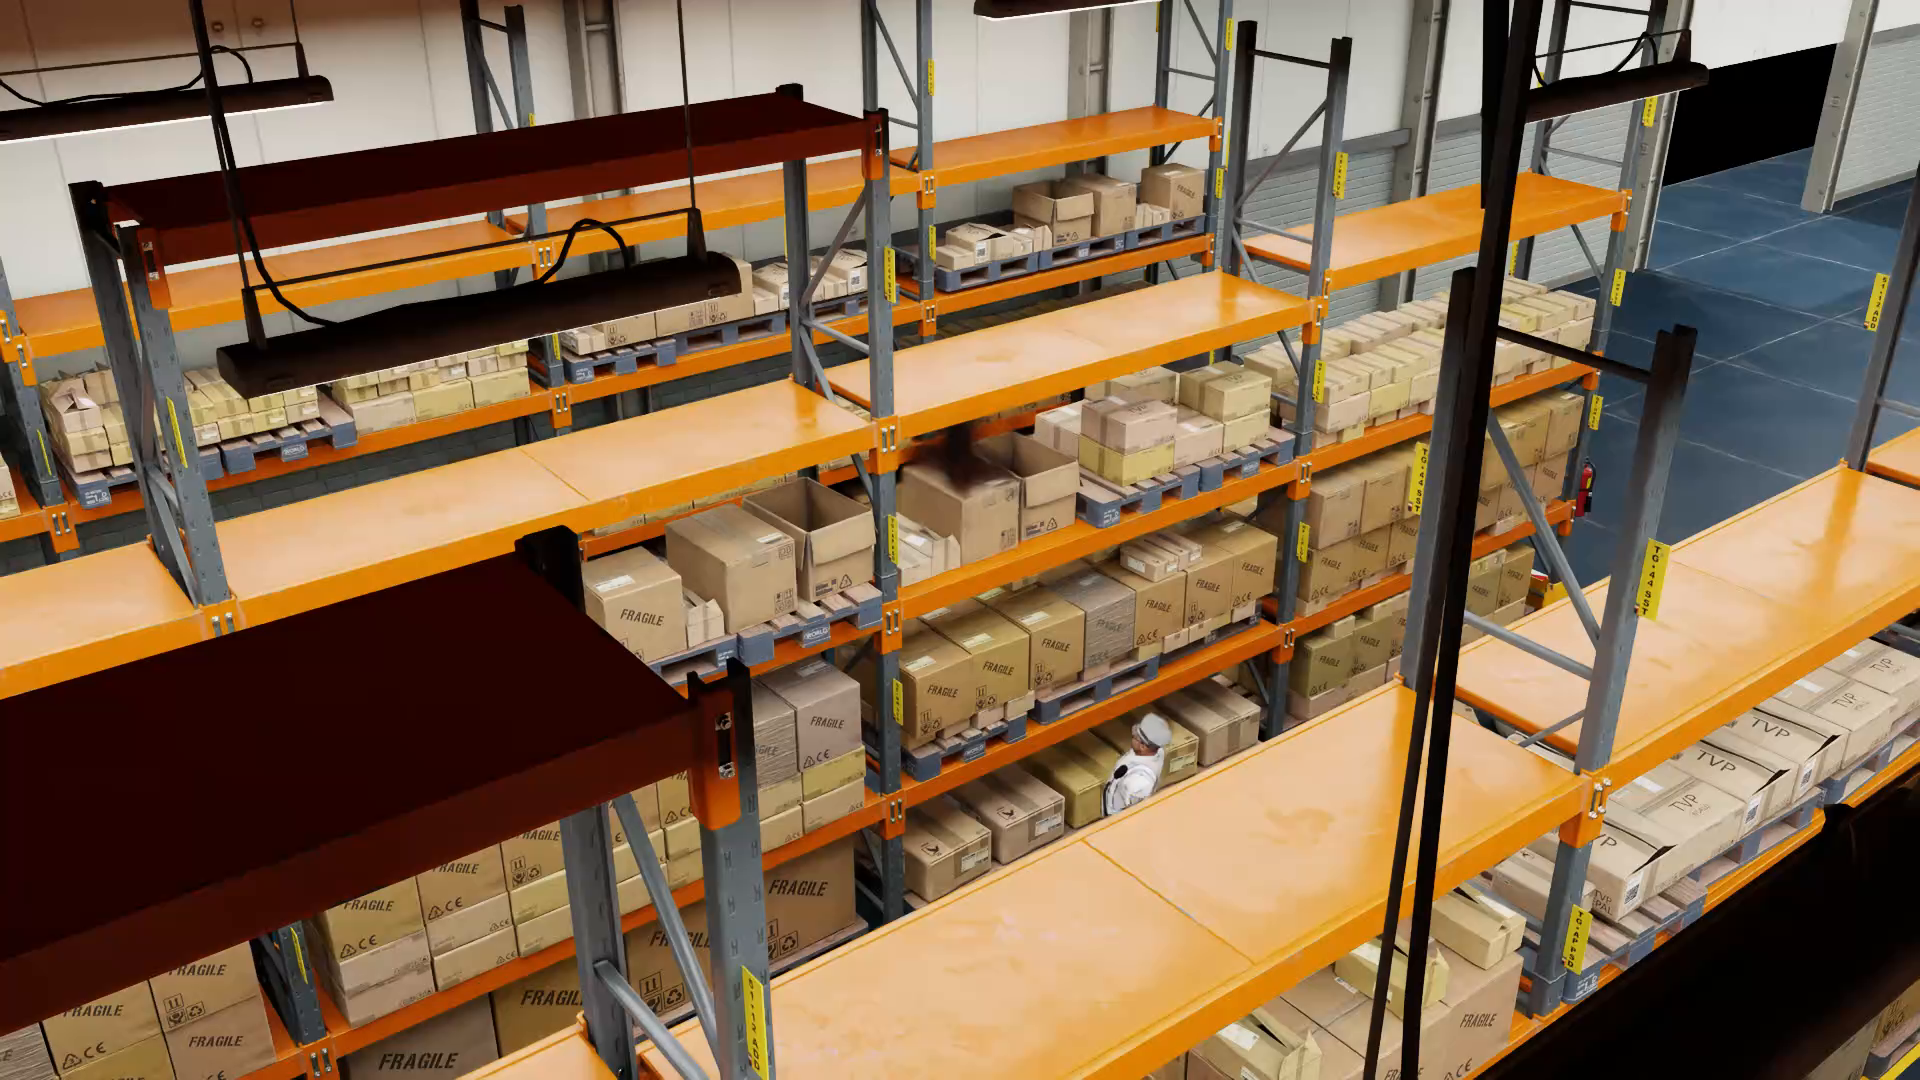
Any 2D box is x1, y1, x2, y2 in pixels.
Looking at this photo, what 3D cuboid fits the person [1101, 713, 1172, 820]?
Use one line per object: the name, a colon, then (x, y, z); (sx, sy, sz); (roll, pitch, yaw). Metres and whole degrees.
person: (1.183, 1.947, 11.460); (0.465, 1.774, 0.570); (-1, 26, -2)
